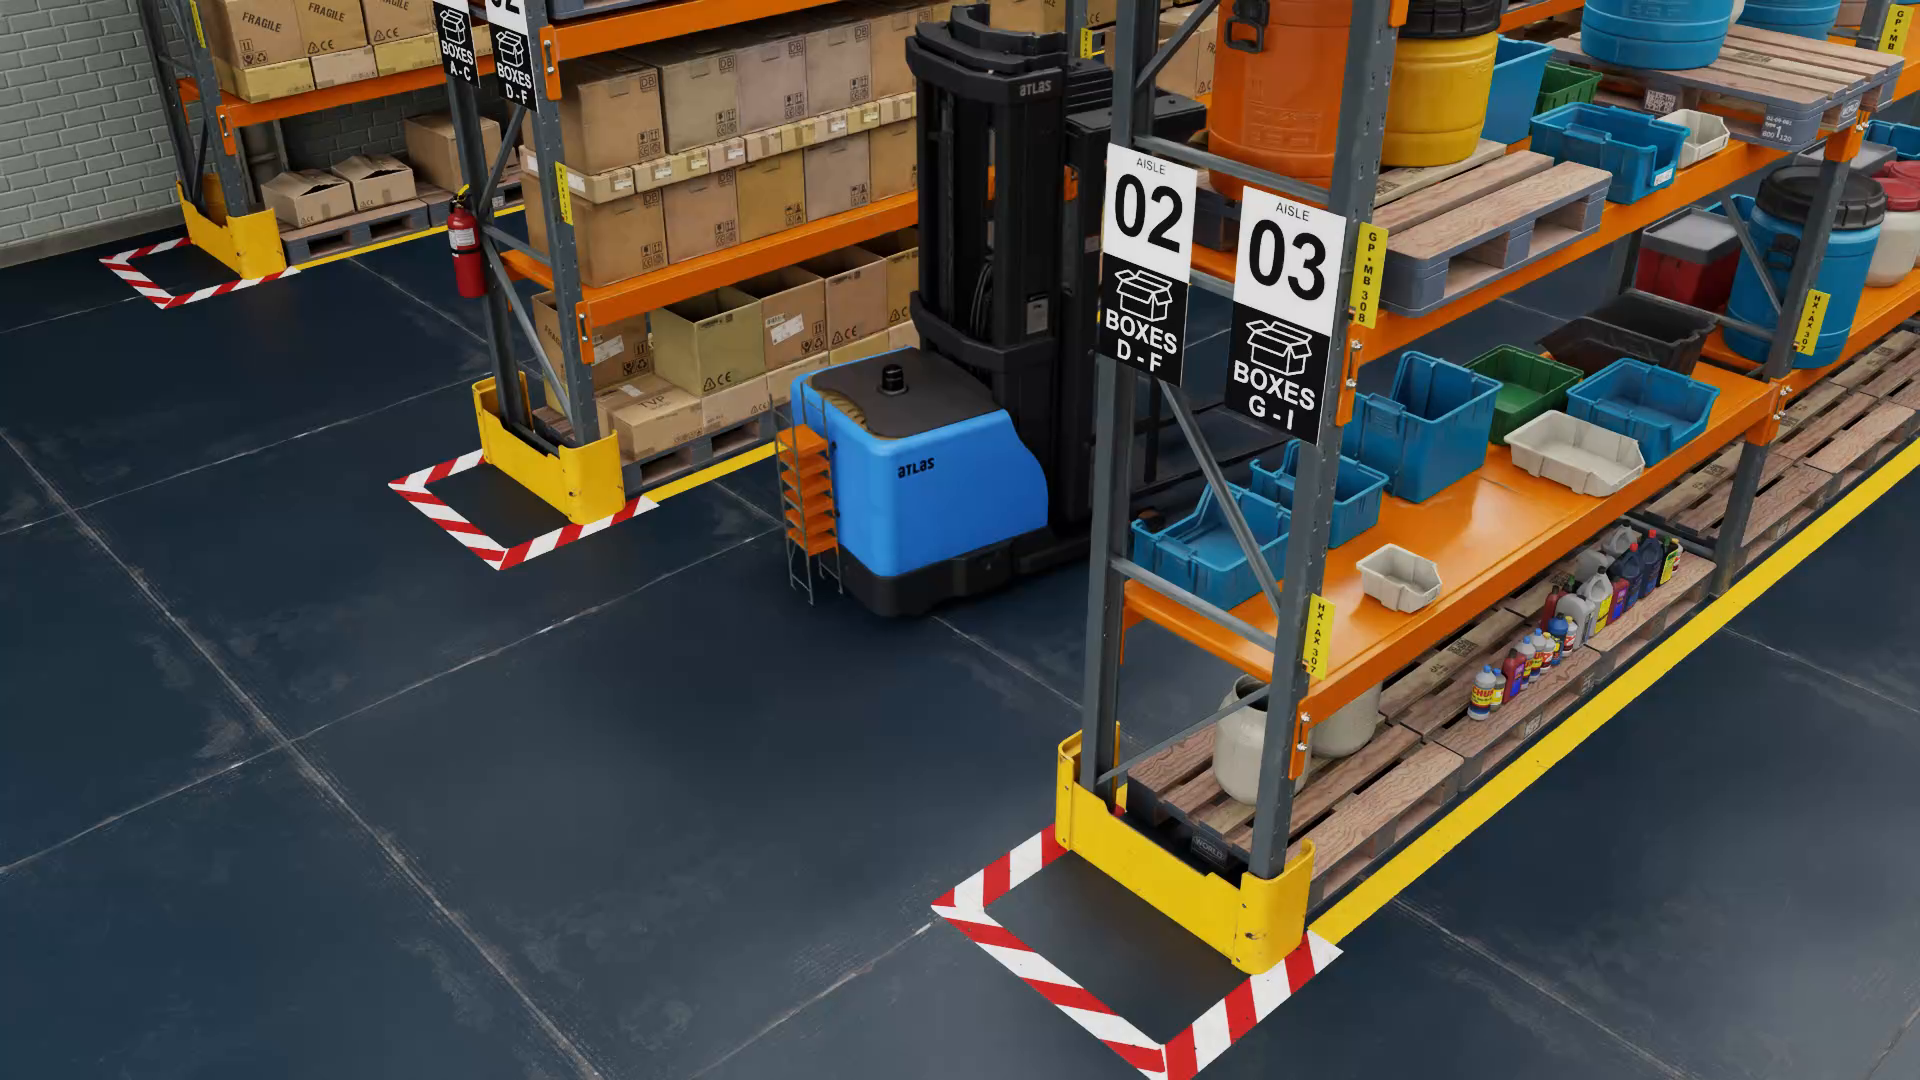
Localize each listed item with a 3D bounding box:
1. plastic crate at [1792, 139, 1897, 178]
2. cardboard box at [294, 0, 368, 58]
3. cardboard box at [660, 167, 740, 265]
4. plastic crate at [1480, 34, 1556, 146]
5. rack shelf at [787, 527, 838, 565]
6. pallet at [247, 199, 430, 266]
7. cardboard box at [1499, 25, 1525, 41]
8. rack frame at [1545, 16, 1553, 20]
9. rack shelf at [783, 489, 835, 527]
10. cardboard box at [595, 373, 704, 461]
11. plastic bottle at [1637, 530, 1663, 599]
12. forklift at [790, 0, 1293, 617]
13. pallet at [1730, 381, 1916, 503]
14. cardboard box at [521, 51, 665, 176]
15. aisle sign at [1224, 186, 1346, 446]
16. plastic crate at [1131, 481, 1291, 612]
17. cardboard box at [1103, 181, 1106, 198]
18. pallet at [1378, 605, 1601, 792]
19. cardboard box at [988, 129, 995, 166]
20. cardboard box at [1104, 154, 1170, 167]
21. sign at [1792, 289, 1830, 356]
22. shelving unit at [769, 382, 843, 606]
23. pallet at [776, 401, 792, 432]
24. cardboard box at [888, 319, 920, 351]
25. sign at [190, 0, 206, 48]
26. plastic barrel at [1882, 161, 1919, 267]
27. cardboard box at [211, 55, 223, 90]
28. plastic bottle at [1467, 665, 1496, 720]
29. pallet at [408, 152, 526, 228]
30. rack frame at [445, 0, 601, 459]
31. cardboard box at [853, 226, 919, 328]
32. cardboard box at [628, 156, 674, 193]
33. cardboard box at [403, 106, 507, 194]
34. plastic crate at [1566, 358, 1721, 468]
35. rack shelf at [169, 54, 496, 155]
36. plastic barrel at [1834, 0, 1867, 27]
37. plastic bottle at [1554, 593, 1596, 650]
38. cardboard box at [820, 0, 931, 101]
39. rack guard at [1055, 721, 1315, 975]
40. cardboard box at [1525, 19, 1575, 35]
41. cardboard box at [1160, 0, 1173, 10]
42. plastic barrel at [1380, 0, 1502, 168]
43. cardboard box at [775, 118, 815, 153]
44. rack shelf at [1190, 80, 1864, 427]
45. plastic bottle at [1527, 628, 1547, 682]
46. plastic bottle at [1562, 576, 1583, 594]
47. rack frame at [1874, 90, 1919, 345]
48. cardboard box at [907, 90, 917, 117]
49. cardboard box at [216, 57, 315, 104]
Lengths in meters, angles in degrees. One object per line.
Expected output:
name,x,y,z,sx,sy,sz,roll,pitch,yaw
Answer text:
plastic crate,5.369,-2.158,10.177,0.583,0.464,0.402,-26,40,-35
cardboard box,-4.916,-4.029,12.704,0.500,0.500,0.500,-26,40,-35
cardboard box,-1.736,-2.037,9.944,0.500,0.500,0.700,-25,39,-34
plastic crate,2.090,-1.814,6.815,0.575,0.384,0.392,-26,40,-35
rack shelf,-0.799,0.009,8.957,0.180,0.103,0.258,-22,38,-27
pallet,-5.165,-2.651,13.717,1.213,0.211,1.003,-26,40,-35
cardboard box,5.077,-4.910,15.994,0.500,0.250,0.500,-26,40,-35
rack frame,6.330,-5.902,16.361,0.127,3.000,1.000,-26,40,-35
rack shelf,-0.809,-0.192,8.826,0.180,0.103,0.258,-22,38,-27
cardboard box,-1.925,-0.757,10.180,0.500,0.250,0.500,-26,40,-35
plastic bottle,3.553,0.113,8.642,0.185,0.351,0.144,-27,41,-37
forklift,0.589,-1.417,9.093,3.031,2.935,1.130,-18,36,-27
pallet,5.274,-0.707,10.538,1.213,0.211,1.003,-26,40,-35
cardboard box,-2.079,-2.421,9.329,0.500,0.500,0.700,-26,40,-35
aisle sign,1.042,-0.721,5.396,0.004,0.787,0.394,-26,40,-35
plastic crate,1.060,0.022,6.815,0.616,0.251,0.499,-26,40,-35
cardboard box,1.307,-2.536,12.553,0.500,0.311,0.500,-26,40,-36
pallet,2.413,0.679,8.272,1.213,0.211,1.003,-26,40,-35
cardboard box,0.143,-2.947,11.433,0.500,0.500,0.700,-27,41,-37
cardboard box,1.311,-2.926,13.190,0.500,0.311,0.500,-26,40,-36
sign,4.195,-1.072,8.196,0.005,0.325,0.100,-26,40,-35
shelving unit,-0.810,-0.230,8.802,0.189,1.200,0.258,-22,38,-27
pallet,-1.043,-1.174,11.301,1.213,0.211,1.003,-26,40,-35
cardboard box,-0.457,-1.466,11.339,0.500,0.250,0.500,-26,40,-35
sign,-5.471,-3.701,11.932,0.005,0.325,0.100,-26,40,-35
plastic barrel,5.535,-1.895,9.678,0.433,0.535,0.433,0,31,0
cardboard box,-5.629,-3.724,12.923,0.500,0.250,0.500,-25,39,-35
plastic bottle,2.437,0.703,7.753,0.097,0.271,0.097,0,31,0
pallet,-4.270,-3.082,14.421,1.213,0.211,1.003,-26,40,-35
rack frame,-2.469,-1.645,9.400,0.127,3.000,1.000,-26,40,-35
cardboard box,-0.466,-1.790,11.151,0.500,0.500,0.500,-26,40,-35
cardboard box,-1.843,-2.116,9.452,0.250,0.149,0.380,-27,41,-37
cardboard box,-4.282,-3.315,14.104,0.700,0.500,0.500,26,40,36
plastic crate,3.202,-0.608,7.846,0.616,0.251,0.499,-26,40,-35
rack shelf,-4.373,-3.942,13.845,4.000,0.370,1.077,-26,40,-35
plastic barrel,4.534,-3.157,8.516,0.600,0.901,0.600,0,31,0
plastic bottle,3.053,0.384,8.271,0.135,0.276,0.152,-25,39,-35
cardboard box,-0.594,-3.143,10.510,0.500,0.500,0.700,-26,40,-35
rack guard,0.920,1.272,7.025,0.348,0.500,1.175,-26,40,-35
cardboard box,5.810,-4.945,16.770,0.500,0.500,0.500,27,41,37
cardboard box,1.921,-6.461,18.933,0.750,0.750,0.750,-24,39,-34
plastic barrel,1.646,-1.741,6.099,0.600,0.588,0.600,0,31,0
cardboard box,-1.092,-2.479,10.046,0.250,0.149,0.380,-26,40,-36
rack shelf,2.363,-1.431,6.864,4.000,0.370,1.077,-26,40,-35
plastic bottle,2.762,0.546,8.010,0.097,0.271,0.097,0,31,0
plastic bottle,3.087,0.294,8.410,0.133,0.283,0.061,-26,40,-35
rack frame,6.762,-2.587,10.939,0.127,3.000,1.000,-26,40,-35
cardboard box,-0.337,-2.845,10.644,0.250,0.149,0.380,-26,40,-36
cardboard box,-5.266,-3.535,12.615,0.500,0.250,0.500,-27,41,-37
